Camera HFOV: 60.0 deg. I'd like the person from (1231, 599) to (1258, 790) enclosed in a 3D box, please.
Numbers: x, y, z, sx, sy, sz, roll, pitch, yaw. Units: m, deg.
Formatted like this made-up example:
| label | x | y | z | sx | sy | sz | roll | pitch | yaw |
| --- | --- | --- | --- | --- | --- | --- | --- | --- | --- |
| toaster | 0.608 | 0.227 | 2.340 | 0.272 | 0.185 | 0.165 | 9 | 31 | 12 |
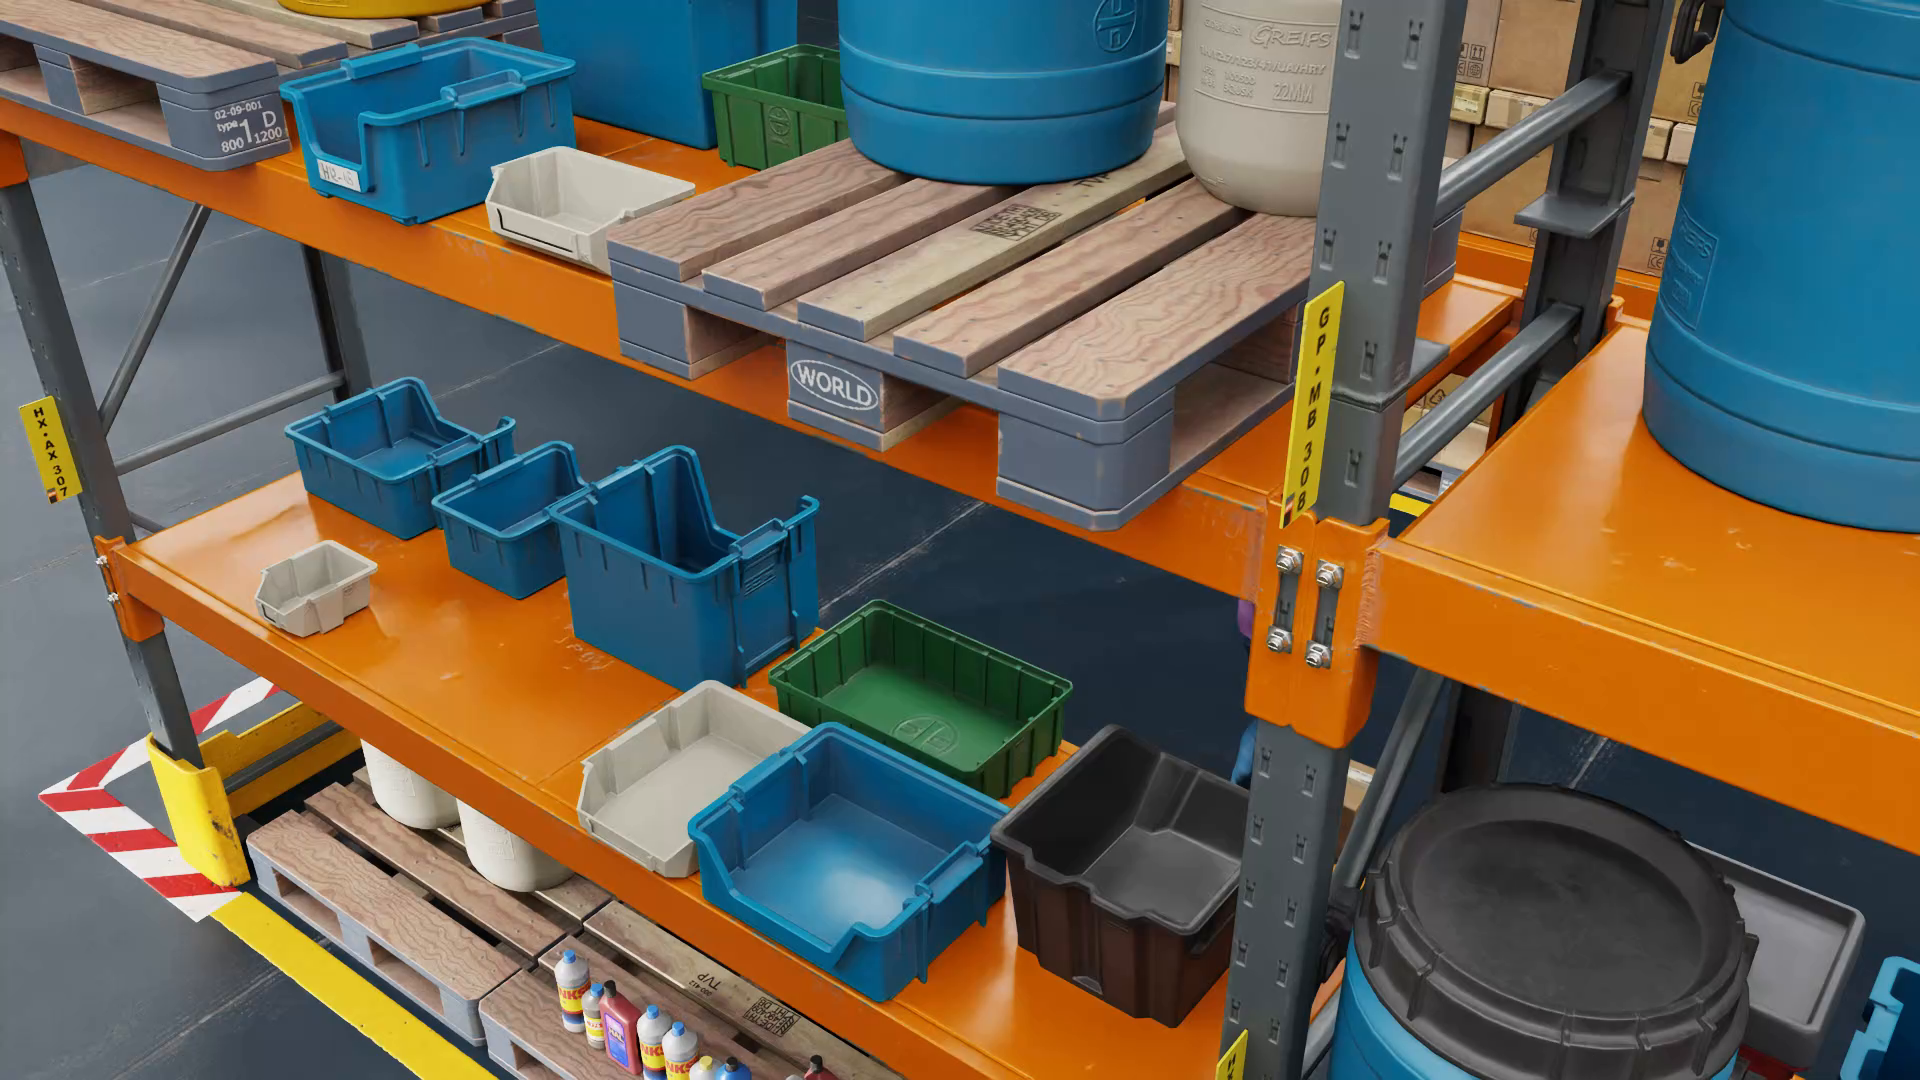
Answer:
| label | x | y | z | sx | sy | sz | roll | pitch | yaw |
| --- | --- | --- | --- | --- | --- | --- | --- | --- | --- |
| person | 1.128 | 0.297 | 5.657 | 0.348 | 1.592 | 0.471 | 20 | 36 | 29 |
